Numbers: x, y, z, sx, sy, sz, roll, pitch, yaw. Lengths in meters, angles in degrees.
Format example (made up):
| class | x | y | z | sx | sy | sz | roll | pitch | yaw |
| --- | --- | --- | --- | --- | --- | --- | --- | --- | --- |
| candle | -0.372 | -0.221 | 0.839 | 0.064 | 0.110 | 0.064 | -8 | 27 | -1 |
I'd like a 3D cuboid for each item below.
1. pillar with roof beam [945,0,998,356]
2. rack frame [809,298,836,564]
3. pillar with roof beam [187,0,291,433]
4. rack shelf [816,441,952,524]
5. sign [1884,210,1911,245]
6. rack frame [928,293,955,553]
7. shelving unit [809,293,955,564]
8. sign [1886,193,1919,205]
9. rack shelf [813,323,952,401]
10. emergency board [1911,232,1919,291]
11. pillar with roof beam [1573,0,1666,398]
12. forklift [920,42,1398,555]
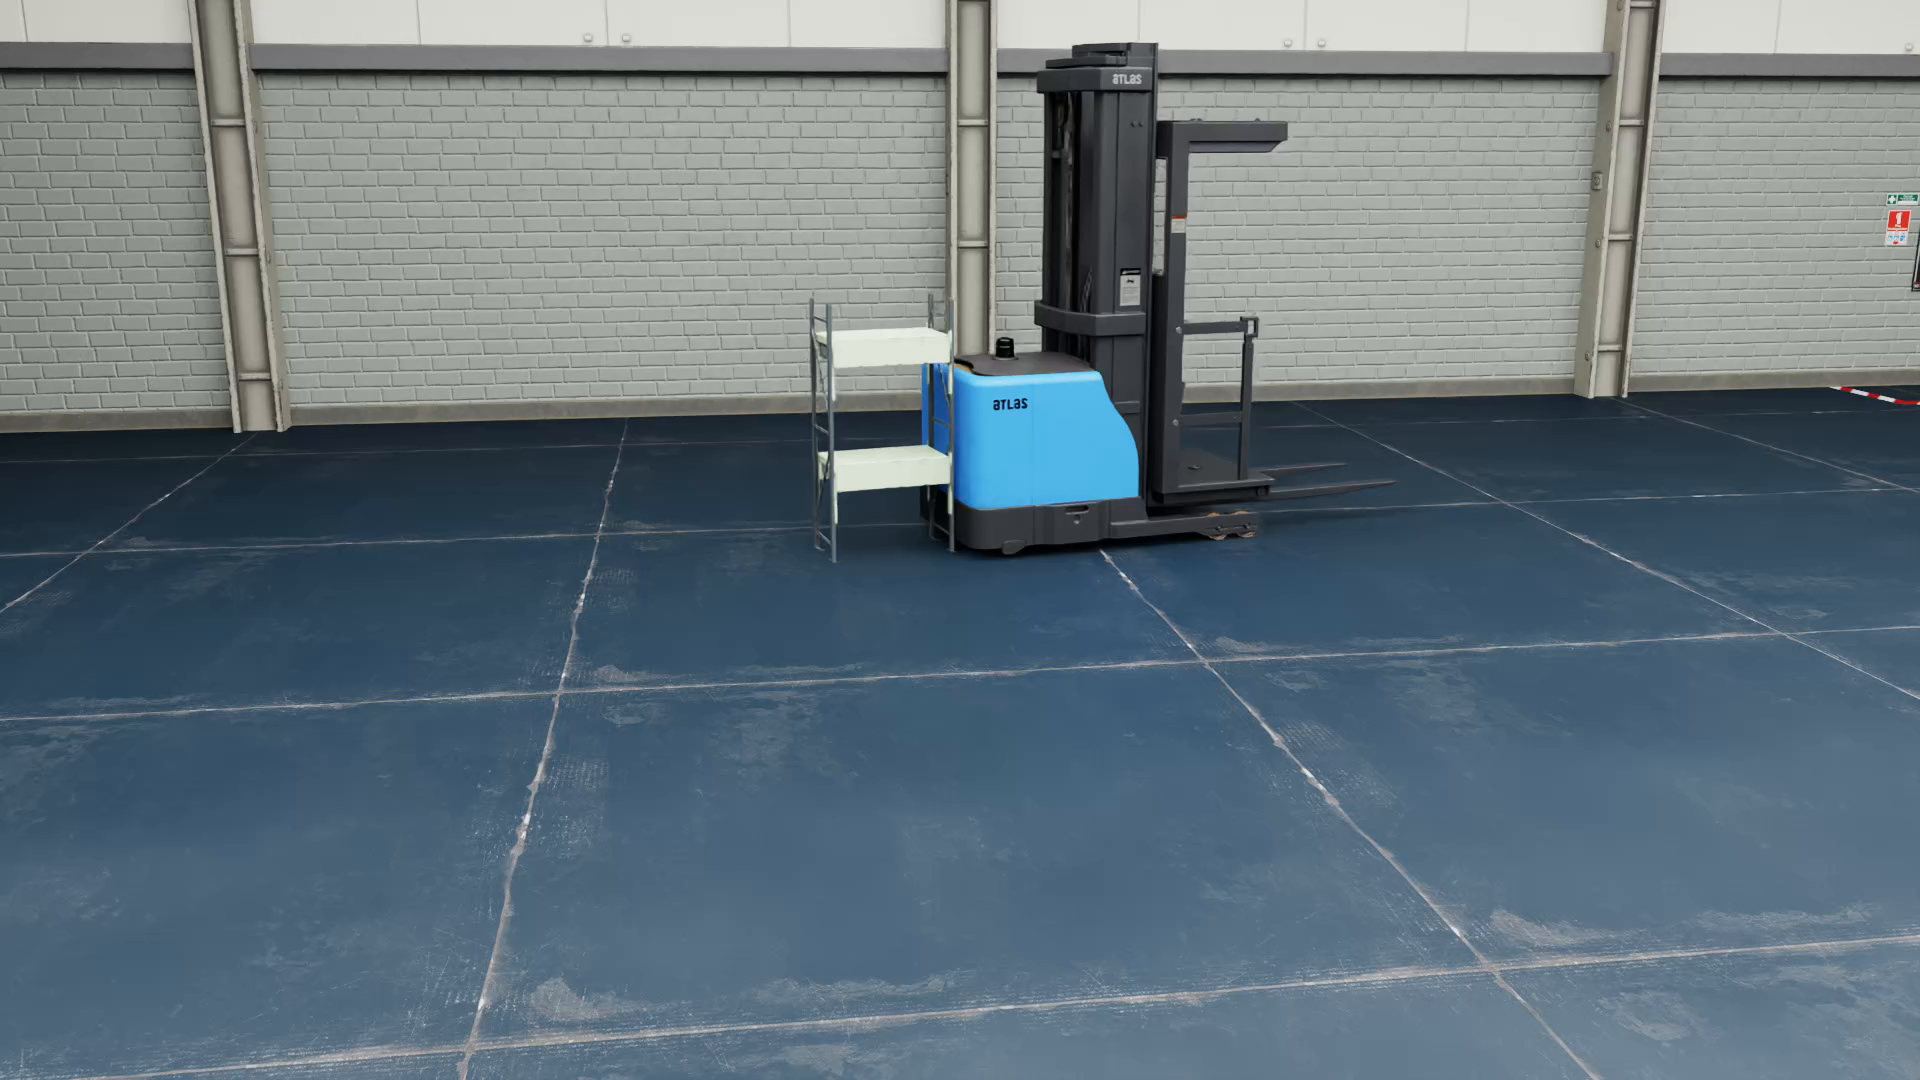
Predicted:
| class | x | y | z | sx | sy | sz | roll | pitch | yaw |
| --- | --- | --- | --- | --- | --- | --- | --- | --- | --- |
| pillar with roof beam | 0.735 | -4.478 | 9.580 | 0.400 | 9.000 | 9.100 | -2 | 14 | -8 |
| rack frame | -0.799 | -0.635 | 9.672 | 0.023 | 1.500 | 0.400 | -5 | 15 | -20 |
| pillar with roof beam | -5.198 | -4.261 | 8.713 | 0.400 | 9.000 | 9.100 | -2 | 14 | -8 |
| rack shelf | -0.456 | -0.350 | 9.874 | 0.720 | 0.370 | 0.431 | -5 | 15 | -20 |
| sign | 8.948 | -2.981 | 15.867 | 0.234 | 0.329 | 0.001 | -2 | 14 | -8 |
| rack frame | -0.112 | -0.697 | 9.917 | 0.023 | 1.500 | 0.400 | -5 | 15 | -20 |
| shelving unit | -0.456 | -0.666 | 9.794 | 0.755 | 1.500 | 0.431 | -5 | 15 | -20 |
| sign | 8.954 | -3.236 | 15.795 | 0.331 | 0.109 | 0.001 | -2 | 14 | -8 |
| rack shelf | -0.456 | -1.045 | 9.700 | 0.720 | 0.370 | 0.431 | -5 | 15 | -20 |
| emergency board | 9.499 | -2.963 | 15.868 | 0.626 | 1.169 | 0.157 | -2 | 14 | -8 |
| pillar with roof beam | 6.668 | -4.696 | 10.447 | 0.400 | 9.000 | 9.100 | -2 | 14 | -8 |
| forklift | 1.318 | -1.535 | 10.315 | 3.031 | 2.935 | 1.130 | -5 | 15 | -20 |
